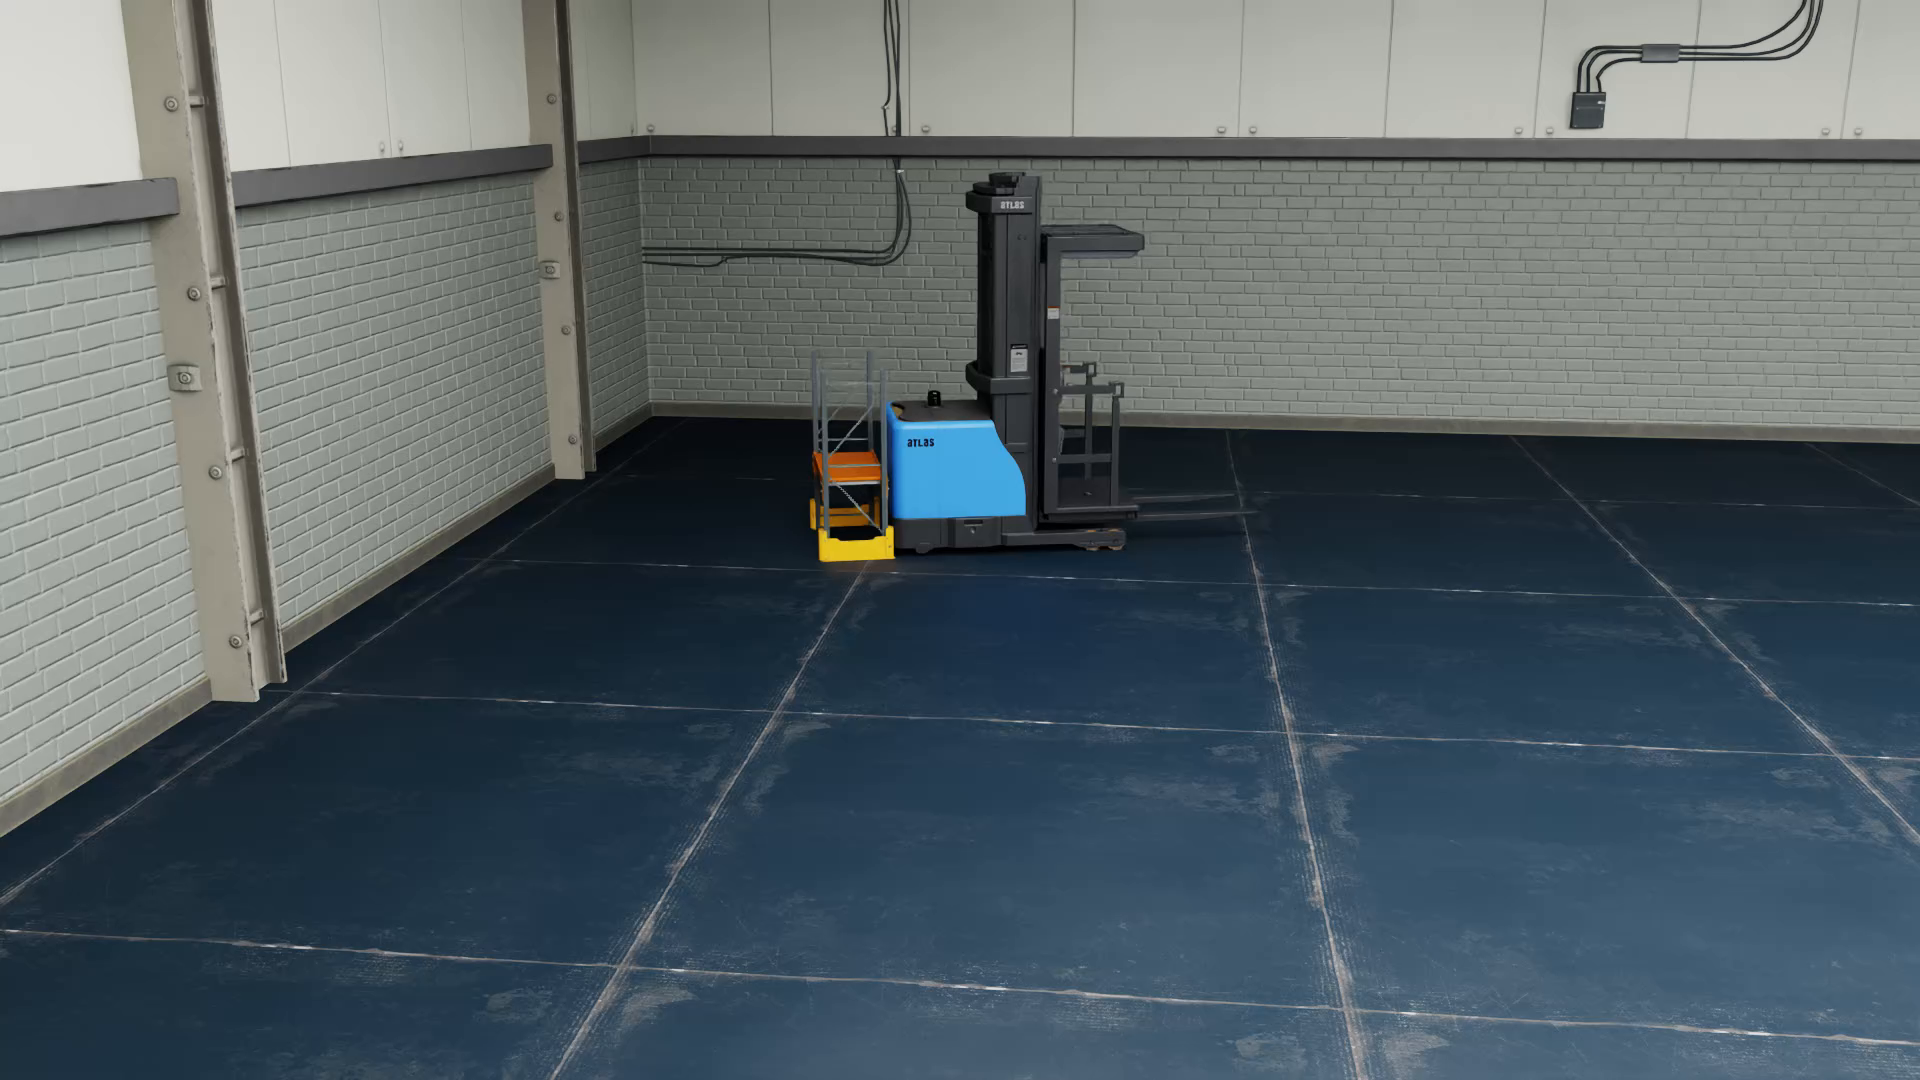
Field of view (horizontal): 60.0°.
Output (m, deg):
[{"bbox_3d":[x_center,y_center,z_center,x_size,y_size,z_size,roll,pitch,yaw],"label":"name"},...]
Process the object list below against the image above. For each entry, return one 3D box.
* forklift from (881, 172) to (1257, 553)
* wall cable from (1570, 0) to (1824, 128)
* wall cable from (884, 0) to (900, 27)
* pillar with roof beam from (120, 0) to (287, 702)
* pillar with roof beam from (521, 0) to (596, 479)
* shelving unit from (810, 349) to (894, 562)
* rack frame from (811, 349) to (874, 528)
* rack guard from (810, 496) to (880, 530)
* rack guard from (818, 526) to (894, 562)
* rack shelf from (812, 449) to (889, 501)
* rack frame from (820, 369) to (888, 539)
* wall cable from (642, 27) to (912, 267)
[{"bbox_3d":[0.897,-1.462,13.453,3.031,2.935,1.130,-2,15,-8],"label":"forklift"},{"bbox_3d":[7.367,-7.060,16.017,2.305,6.003,0.169,2,15,6],"label":"wall cable"},{"bbox_3d":[0.624,-6.561,16.961,3.097,2.526,0.112,2,15,6],"label":"wall cable"},{"bbox_3d":[-0.110,-3.294,8.604,9.100,9.000,0.400,2,15,6],"label":"pillar with roof beam"},{"bbox_3d":[0.567,-4.850,14.359,9.100,9.000,0.400,2,15,6],"label":"pillar with roof beam"},{"bbox_3d":[-0.894,-0.703,13.388,0.587,1.500,1.083,-2,15,-9],"label":"shelving unit"},{"bbox_3d":[-0.974,-0.836,13.882,0.500,1.500,0.032,-2,15,-9],"label":"rack frame"},{"bbox_3d":[-0.971,-0.228,14.026,0.587,0.250,0.087,-2,15,-9],"label":"rack guard"},{"bbox_3d":[-0.818,0.029,13.076,0.587,0.250,0.087,-2,15,-9],"label":"rack guard"},{"bbox_3d":[-0.896,-0.532,13.444,0.538,0.185,1.000,-2,15,-9],"label":"rack shelf"},{"bbox_3d":[-0.818,-0.574,12.912,0.500,1.500,0.032,-2,15,-9],"label":"rack frame"},{"bbox_3d":[-2.064,-4.203,17.915,3.097,2.526,0.112,2,15,6],"label":"wall cable"}]
